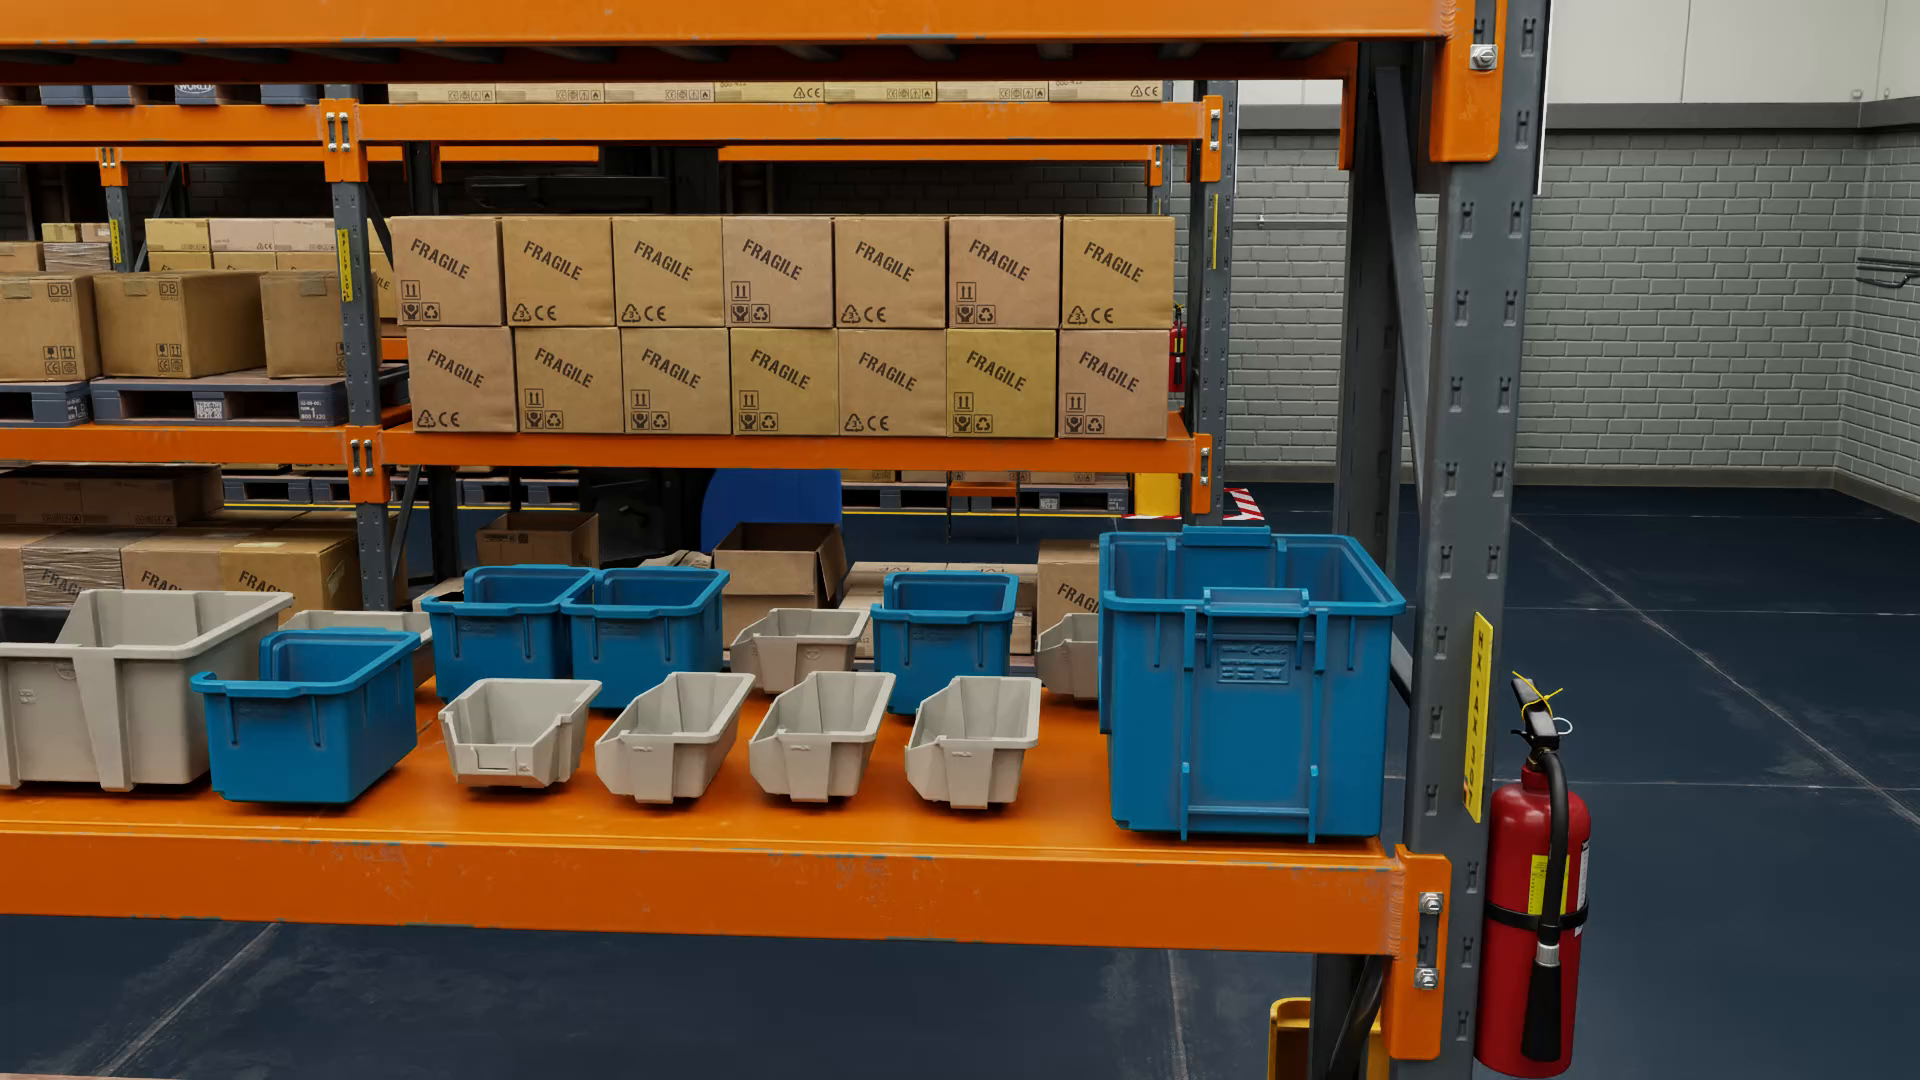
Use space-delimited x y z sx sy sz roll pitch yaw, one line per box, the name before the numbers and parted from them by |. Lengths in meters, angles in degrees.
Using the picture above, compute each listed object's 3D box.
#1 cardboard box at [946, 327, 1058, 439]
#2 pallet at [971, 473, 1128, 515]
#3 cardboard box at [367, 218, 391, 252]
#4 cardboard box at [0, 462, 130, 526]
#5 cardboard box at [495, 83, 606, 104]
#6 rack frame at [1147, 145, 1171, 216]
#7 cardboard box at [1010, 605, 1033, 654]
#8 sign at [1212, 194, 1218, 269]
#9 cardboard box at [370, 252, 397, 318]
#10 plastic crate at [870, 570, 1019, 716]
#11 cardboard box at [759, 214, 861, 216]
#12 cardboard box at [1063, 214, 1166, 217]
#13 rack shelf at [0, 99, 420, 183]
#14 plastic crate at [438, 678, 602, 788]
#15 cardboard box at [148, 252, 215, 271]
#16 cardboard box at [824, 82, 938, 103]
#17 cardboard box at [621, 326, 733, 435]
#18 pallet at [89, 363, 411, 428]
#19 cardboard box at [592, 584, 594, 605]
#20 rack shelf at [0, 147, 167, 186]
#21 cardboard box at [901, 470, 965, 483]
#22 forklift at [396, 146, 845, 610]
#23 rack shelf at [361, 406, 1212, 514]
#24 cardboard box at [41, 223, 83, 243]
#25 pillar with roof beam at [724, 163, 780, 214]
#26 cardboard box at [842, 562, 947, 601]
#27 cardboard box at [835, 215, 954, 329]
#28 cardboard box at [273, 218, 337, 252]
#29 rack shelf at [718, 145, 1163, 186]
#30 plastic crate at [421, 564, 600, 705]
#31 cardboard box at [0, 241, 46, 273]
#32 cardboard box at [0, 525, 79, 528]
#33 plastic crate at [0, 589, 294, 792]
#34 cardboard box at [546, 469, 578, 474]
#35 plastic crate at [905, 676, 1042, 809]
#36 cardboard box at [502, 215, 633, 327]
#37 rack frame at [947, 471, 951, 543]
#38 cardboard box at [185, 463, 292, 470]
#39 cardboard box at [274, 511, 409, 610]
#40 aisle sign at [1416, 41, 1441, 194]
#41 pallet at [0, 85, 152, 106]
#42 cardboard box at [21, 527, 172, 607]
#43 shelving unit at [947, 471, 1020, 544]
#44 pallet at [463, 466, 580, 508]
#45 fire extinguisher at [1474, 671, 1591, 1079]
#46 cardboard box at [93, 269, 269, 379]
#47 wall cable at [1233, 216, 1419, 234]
cardboard box | 0.206 -0.765 7.854 0.500 0.500 0.500 1 12 4
pallet | 0.713 -0.401 13.170 1.213 0.211 1.003 1 12 4
cardboard box | -4.485 -2.374 12.940 0.500 0.250 0.500 1 12 3
cardboard box | -4.767 -0.249 8.833 0.500 0.250 0.500 1 12 3
cardboard box | -1.835 -2.144 7.730 0.500 0.250 0.500 1 12 4
rack frame | 1.516 -1.771 12.908 0.127 3.000 1.000 1 12 4
cardboard box | 0.232 0.431 8.225 0.250 0.166 0.380 1 12 4
sign | 1.132 -1.367 7.379 0.005 0.325 0.100 1 12 4
cardboard box | -4.462 -2.004 13.004 0.500 0.500 0.500 1 12 5
plastic crate | -0.027 0.226 3.625 0.300 0.233 0.416 1 12 4
cardboard box | -0.764 -1.377 8.341 0.500 0.500 0.500 1 12 3
cardboard box | 0.764 -1.357 8.244 0.500 0.500 0.500 1 12 5
rack shelf | -4.798 -1.957 8.229 4.000 0.370 1.077 1 12 4
plastic crate | -0.836 0.372 3.159 0.250 0.136 0.298 1 12 4
cardboard box | -5.999 -2.026 13.107 0.500 0.500 0.500 1 12 5
cardboard box | -0.339 -2.120 7.618 0.500 0.250 0.500 1 12 4
cardboard box | -1.302 -0.786 7.957 0.500 0.500 0.500 1 12 3
pallet | -3.592 -0.753 8.510 1.213 0.211 1.003 1 12 4
cardboard box | -1.837 0.309 8.853 0.250 0.149 0.380 1 12 4
rack shelf | -8.462 -3.024 13.329 4.000 0.370 1.077 1 12 4
cardboard box | -0.190 -0.756 13.134 0.500 0.500 0.700 0 12 2
forklift | -2.206 -1.077 9.757 3.031 2.935 1.130 -9 15 -37
rack shelf | -0.807 -0.434 8.275 4.000 0.370 1.077 1 12 4
cardboard box | -7.134 -2.462 13.310 0.250 0.149 0.380 -1 12 -6
pillar with roof beam | -2.006 -4.050 9.150 0.400 9.000 9.100 1 12 4
cardboard box | -0.333 0.293 8.685 0.500 0.250 0.500 1 12 4
cardboard box | -0.295 -1.260 7.780 0.500 0.500 0.500 1 12 5
cardboard box | -4.995 -2.380 12.967 0.500 0.250 0.500 1 12 4
rack shelf | -0.480 -2.914 12.806 4.000 0.370 1.077 1 12 4
plastic crate | -0.984 0.213 3.687 0.300 0.233 0.416 1 12 4
cardboard box | -7.495 -2.151 13.407 0.500 0.500 0.700 0 12 -2
cardboard box | -4.804 0.118 8.910 0.500 0.500 0.500 0 12 2
plastic crate | -1.626 0.285 3.221 0.530 0.282 0.437 1 12 4
cardboard box | -3.132 -0.961 13.263 0.750 0.750 0.750 1 12 4
plastic crate | 0.028 0.378 3.130 0.243 0.136 0.396 1 12 4
cardboard box | -1.836 -1.281 7.880 0.500 0.500 0.500 0 12 2
rack frame | -0.078 -0.588 11.650 0.015 1.200 0.240 1 12 4
cardboard box | -5.741 -0.997 13.433 0.750 0.750 0.750 1 12 3
cardboard box | -3.269 0.138 8.812 0.500 0.500 0.500 0 12 1
aisle sign | 0.946 -1.079 3.252 0.004 0.787 0.394 1 12 4
pallet | -4.483 -2.227 8.220 1.003 0.211 1.213 1 12 4
cardboard box | -4.307 0.231 8.369 0.500 0.500 0.500 1 12 4
shelving unit | 0.165 -0.585 11.634 0.503 1.200 0.258 1 12 4
pallet | -3.250 -0.456 13.432 1.213 0.211 1.003 1 12 4
fire extinguisher | 0.974 0.568 2.825 0.183 0.674 0.296 1 12 4
cardboard box | -3.950 -1.117 8.511 0.500 0.500 0.700 3 12 13
wall cable | 2.857 -2.444 13.644 1.851 1.984 0.084 1 12 4
